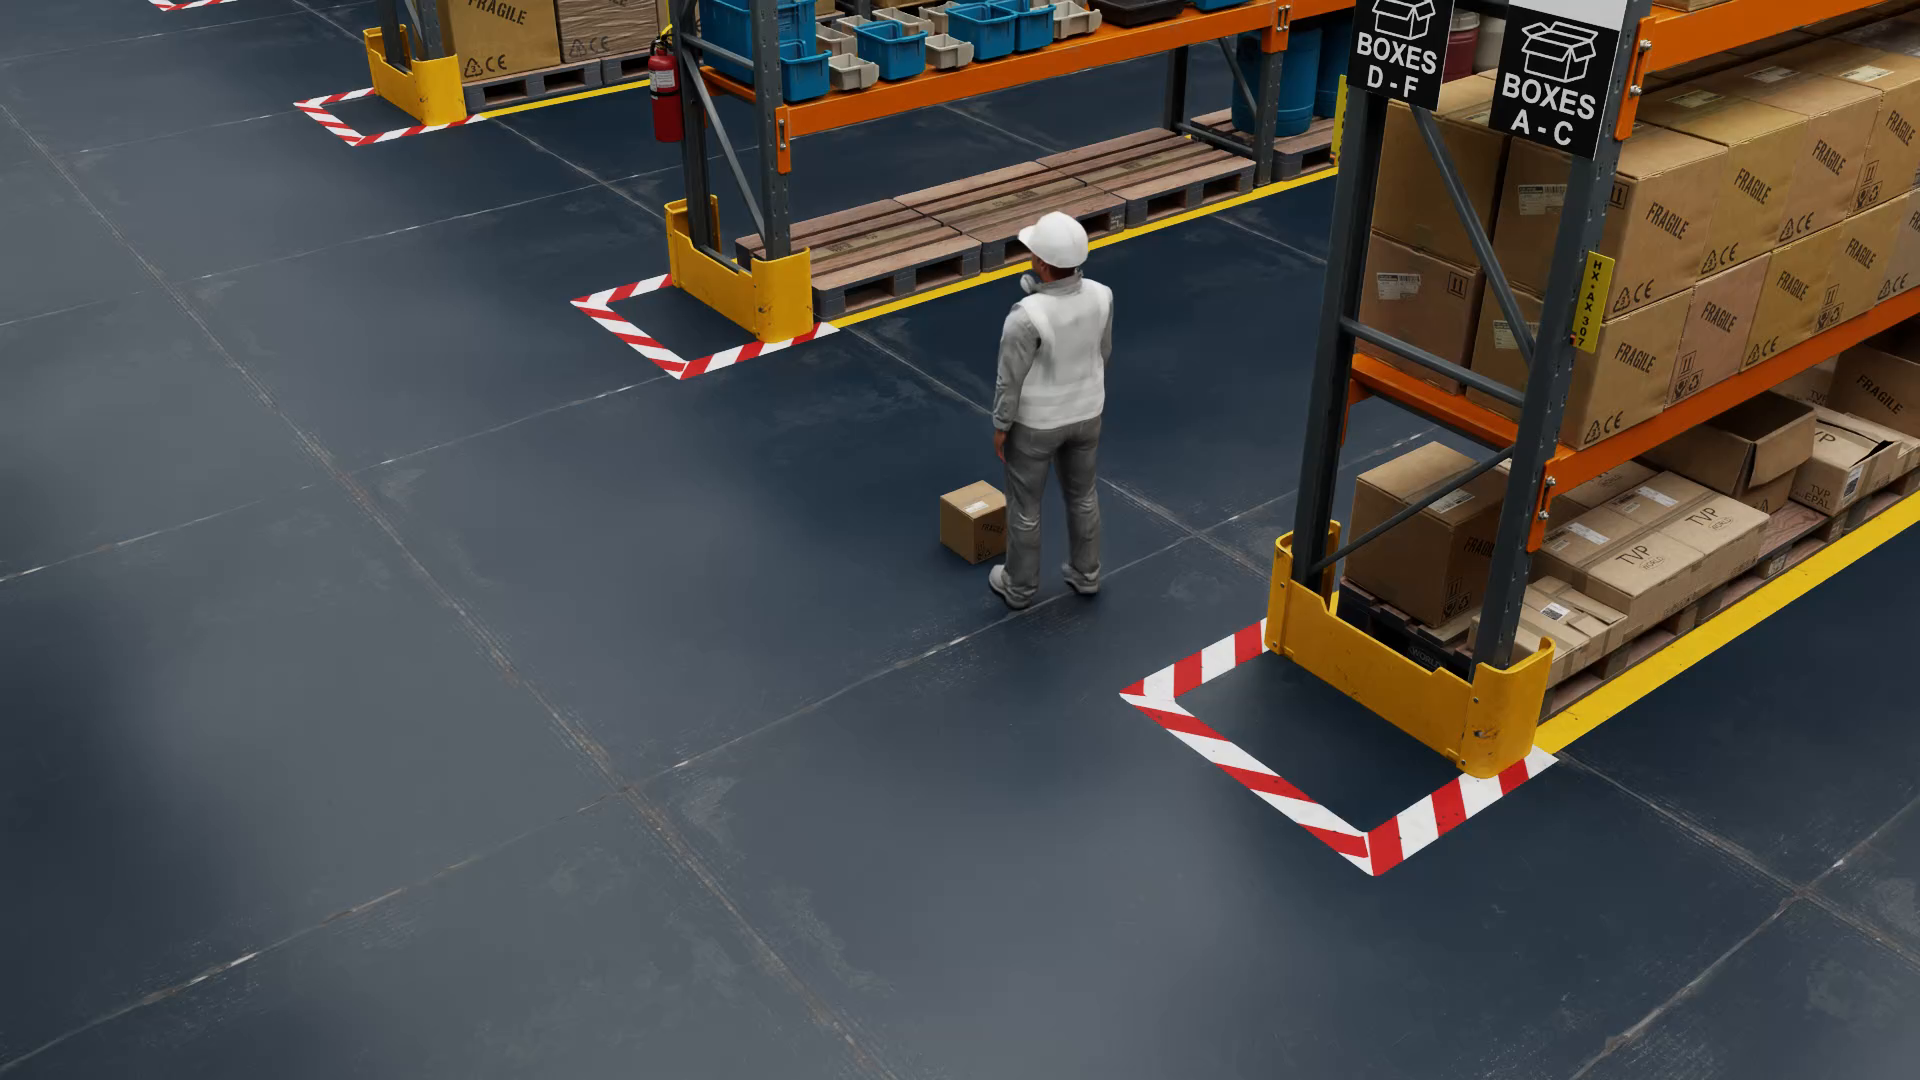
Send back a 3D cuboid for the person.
[{"bbox_3d":[0.355,-0.525,6.953,0.544,1.803,0.394,-17,36,-25],"label":"person"}]
